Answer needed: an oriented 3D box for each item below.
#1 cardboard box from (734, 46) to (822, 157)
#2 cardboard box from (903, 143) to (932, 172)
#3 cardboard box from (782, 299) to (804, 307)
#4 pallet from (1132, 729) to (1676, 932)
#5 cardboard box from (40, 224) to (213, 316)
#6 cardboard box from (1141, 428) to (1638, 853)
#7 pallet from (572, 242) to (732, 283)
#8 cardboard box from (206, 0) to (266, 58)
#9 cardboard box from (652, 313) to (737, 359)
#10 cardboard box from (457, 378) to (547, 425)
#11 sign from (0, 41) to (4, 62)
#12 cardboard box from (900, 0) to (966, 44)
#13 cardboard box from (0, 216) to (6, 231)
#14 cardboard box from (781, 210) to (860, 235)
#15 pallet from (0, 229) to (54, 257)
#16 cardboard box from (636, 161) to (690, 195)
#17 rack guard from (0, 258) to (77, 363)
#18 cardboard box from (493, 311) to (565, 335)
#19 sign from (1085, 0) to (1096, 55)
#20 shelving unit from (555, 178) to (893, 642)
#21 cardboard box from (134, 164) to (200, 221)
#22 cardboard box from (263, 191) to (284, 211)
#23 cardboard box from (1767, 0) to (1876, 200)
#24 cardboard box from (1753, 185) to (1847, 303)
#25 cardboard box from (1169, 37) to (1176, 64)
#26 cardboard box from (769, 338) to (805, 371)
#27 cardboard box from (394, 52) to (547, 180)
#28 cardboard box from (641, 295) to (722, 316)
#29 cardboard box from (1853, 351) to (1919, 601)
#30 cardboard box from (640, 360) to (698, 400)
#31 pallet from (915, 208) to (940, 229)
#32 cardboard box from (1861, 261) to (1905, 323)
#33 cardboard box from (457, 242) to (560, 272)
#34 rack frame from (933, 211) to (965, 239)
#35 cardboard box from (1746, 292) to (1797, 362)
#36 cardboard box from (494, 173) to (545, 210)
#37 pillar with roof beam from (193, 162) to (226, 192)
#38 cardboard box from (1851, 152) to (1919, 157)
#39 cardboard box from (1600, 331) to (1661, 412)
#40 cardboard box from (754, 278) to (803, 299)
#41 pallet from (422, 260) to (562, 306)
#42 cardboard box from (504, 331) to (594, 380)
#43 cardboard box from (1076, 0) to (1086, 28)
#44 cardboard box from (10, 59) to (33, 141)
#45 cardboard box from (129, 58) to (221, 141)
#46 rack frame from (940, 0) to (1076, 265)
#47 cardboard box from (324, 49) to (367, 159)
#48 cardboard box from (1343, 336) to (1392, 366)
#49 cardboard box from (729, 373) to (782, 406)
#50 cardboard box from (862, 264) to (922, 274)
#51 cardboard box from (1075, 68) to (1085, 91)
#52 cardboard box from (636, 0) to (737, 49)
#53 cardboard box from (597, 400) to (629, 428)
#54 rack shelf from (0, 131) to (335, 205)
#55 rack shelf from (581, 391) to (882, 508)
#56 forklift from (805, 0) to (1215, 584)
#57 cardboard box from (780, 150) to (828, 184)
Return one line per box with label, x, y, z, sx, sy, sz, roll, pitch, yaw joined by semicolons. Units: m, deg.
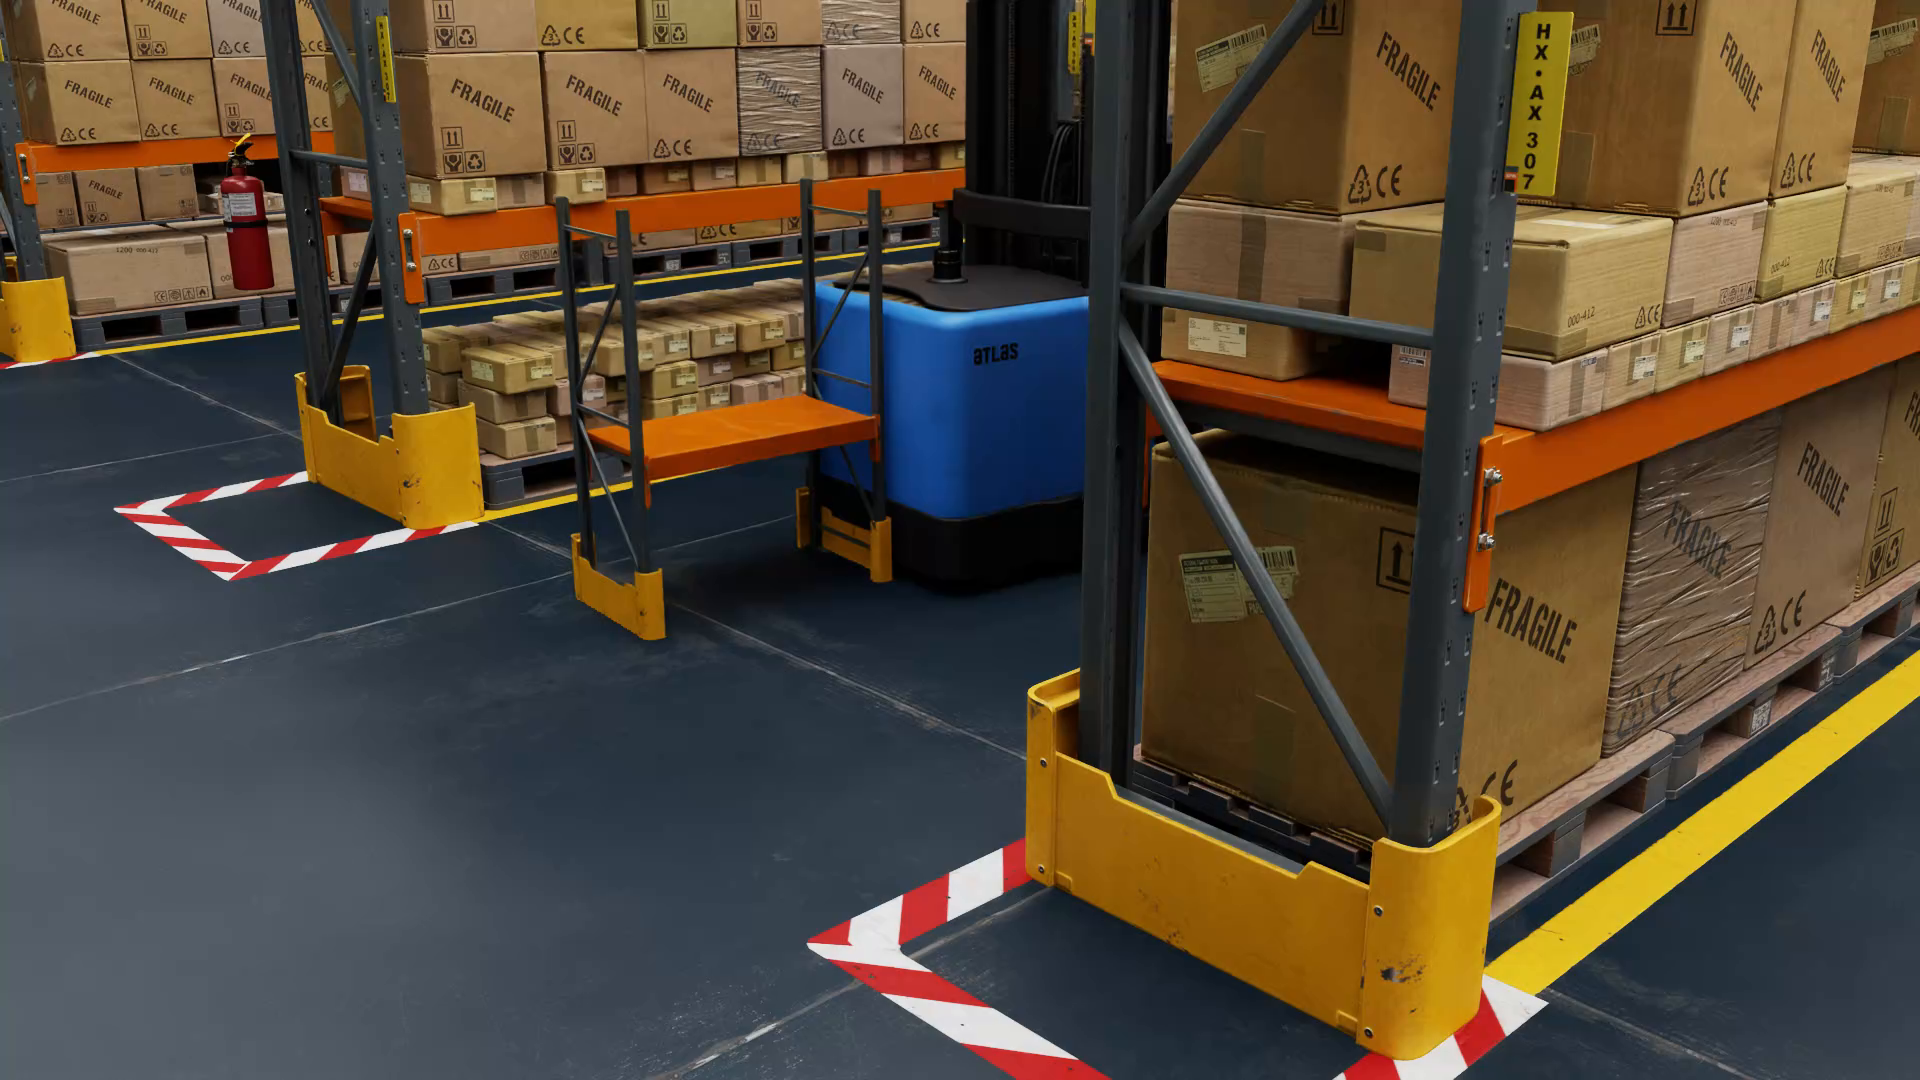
cardboard box;-1.029;-2.163;8.148;0.500;0.500;0.500;-17;25;-42
cardboard box;-0.369;-2.065;8.897;0.380;0.149;0.250;17;25;42
cardboard box;-0.718;-1.159;8.672;0.380;0.149;0.250;17;24;42
pallet;1.214;0.661;4.603;1.213;0.211;1.003;-16;24;-41
cardboard box;-5.711;-1.842;11.277;0.875;0.438;0.875;17;24;42
cardboard box;1.097;0.179;4.332;0.875;0.875;0.875;-16;24;-41
pallet;-2.706;-2.401;14.046;1.213;0.211;1.003;-16;24;-41
cardboard box;-4.838;-3.482;11.077;0.500;0.500;0.500;-16;24;-41
cardboard box;-1.313;-1.010;8.215;0.250;0.149;0.380;-15;23;-39
cardboard box;-2.090;-0.650;7.584;0.250;0.149;0.380;-15;23;-39
sign;-5.745;-3.023;9.912;0.005;0.325;0.100;-16;24;-41
cardboard box;-0.268;-2.852;8.653;0.500;0.500;0.500;17;25;42
cardboard box;-8.690;-2.844;14.834;0.380;0.149;0.250;17;24;42
cardboard box;-1.519;-3.267;14.963;0.875;0.875;0.875;-16;24;-40
pallet;-8.901;-2.669;14.876;1.213;0.211;1.003;-16;24;-41
cardboard box;-1.490;-1.733;7.872;0.250;0.149;0.380;-17;24;-41
rack guard;-6.139;-1.505;10.815;0.348;0.500;1.175;-16;24;-41
cardboard box;-2.114;-1.030;8.276;0.250;0.149;0.380;-17;25;-42
sign;0.324;-1.266;3.765;0.005;0.325;0.100;-16;24;-41
shelving unit;-0.860;-0.526;6.175;1.083;1.500;0.587;-14;22;-36
cardboard box;-7.623;-3.322;15.739;0.700;0.500;0.500;17;24;42
cardboard box;-6.831;-3.318;16.296;0.380;0.149;0.250;17;25;42
cardboard box;1.957;-1.163;4.254;0.500;0.500;0.500;-17;25;-42
cardboard box;1.962;-0.807;4.371;0.500;0.250;0.500;17;25;42
cardboard box;1.060;-2.863;9.713;0.250;0.149;0.380;-15;23;-39
cardboard box;-0.975;-0.996;8.653;0.250;0.149;0.380;-15;23;-38
cardboard box;-2.131;-1.833;7.131;0.500;0.500;0.500;-15;23;-38
cardboard box;-1.457;-1.171;8.711;0.380;0.149;0.250;17;25;42
cardboard box;3.059;-0.393;6.097;0.875;0.875;0.875;-16;24;-41
cardboard box;-1.474;-0.797;8.038;0.250;0.149;0.380;-15;23;-39
pallet;0.260;-3.233;16.614;1.213;0.211;1.003;-16;24;-41
cardboard box;2.478;-0.742;4.817;0.250;0.149;0.380;-16;24;-40
cardboard box;-3.745;-2.419;13.054;0.875;0.438;0.875;-17;24;-42
rack frame;-0.309;-4.394;15.674;0.127;3.000;1.000;-16;24;-41
cardboard box;1.917;-0.578;4.311;0.250;0.149;0.380;-17;24;-42
cardboard box;-2.030;-1.550;7.309;0.250;0.149;0.380;-15;23;-39
pillar with roof beam;-4.795;-6.602;12.755;0.400;9.000;9.100;-16;24;-41
cardboard box;3.079;-1.133;5.378;0.500;0.250;0.500;-15;23;-39
cardboard box;1.357;-0.415;3.807;0.250;0.149;0.380;-17;24;-42
cardboard box;-0.939;-1.353;9.271;0.250;0.149;0.380;-16;24;-40
pallet;-3.821;-2.077;13.047;1.213;0.211;1.003;-16;24;-41
cardboard box;-1.915;-0.858;7.744;0.250;0.149;0.380;-16;24;-40
cardboard box;0.932;-5.053;16.379;0.500;0.500;0.500;-16;24;-40
cardboard box;-5.953;-2.908;10.928;0.500;0.500;0.500;-16;24;-41
cardboard box;-5.227;-2.897;10.895;0.500;0.500;0.500;-17;24;-42
rack frame;0.259;-2.459;9.704;0.127;3.000;1.000;-16;24;-41
cardboard box;-2.497;-1.953;7.501;0.500;0.500;0.500;-16;24;-40
cardboard box;0.907;-0.563;4.266;0.250;0.149;0.380;-16;24;-40
cardboard box;-1.115;-0.760;8.408;0.380;0.149;0.250;16;24;41
cardboard box;-0.374;-1.514;9.767;0.250;0.149;0.380;-15;23;-38
cardboard box;0.862;-2.661;9.572;0.250;0.149;0.380;-16;24;-40
cardboard box;-1.383;-2.525;7.643;0.500;0.500;0.500;-17;25;-42
cardboard box;-1.737;-0.622;7.981;0.250;0.149;0.380;-16;24;-40
rack shelf;-4.668;-2.781;11.864;4.000;0.370;1.077;-16;24;-41
rack shelf;-0.853;-0.356;6.235;1.000;0.185;0.538;-14;22;-36
forklift;0.829;-1.573;7.084;3.031;2.935;1.130;-14;22;-36
cardboard box;-0.874;-1.879;8.323;0.250;0.149;0.380;-16;24;-40
